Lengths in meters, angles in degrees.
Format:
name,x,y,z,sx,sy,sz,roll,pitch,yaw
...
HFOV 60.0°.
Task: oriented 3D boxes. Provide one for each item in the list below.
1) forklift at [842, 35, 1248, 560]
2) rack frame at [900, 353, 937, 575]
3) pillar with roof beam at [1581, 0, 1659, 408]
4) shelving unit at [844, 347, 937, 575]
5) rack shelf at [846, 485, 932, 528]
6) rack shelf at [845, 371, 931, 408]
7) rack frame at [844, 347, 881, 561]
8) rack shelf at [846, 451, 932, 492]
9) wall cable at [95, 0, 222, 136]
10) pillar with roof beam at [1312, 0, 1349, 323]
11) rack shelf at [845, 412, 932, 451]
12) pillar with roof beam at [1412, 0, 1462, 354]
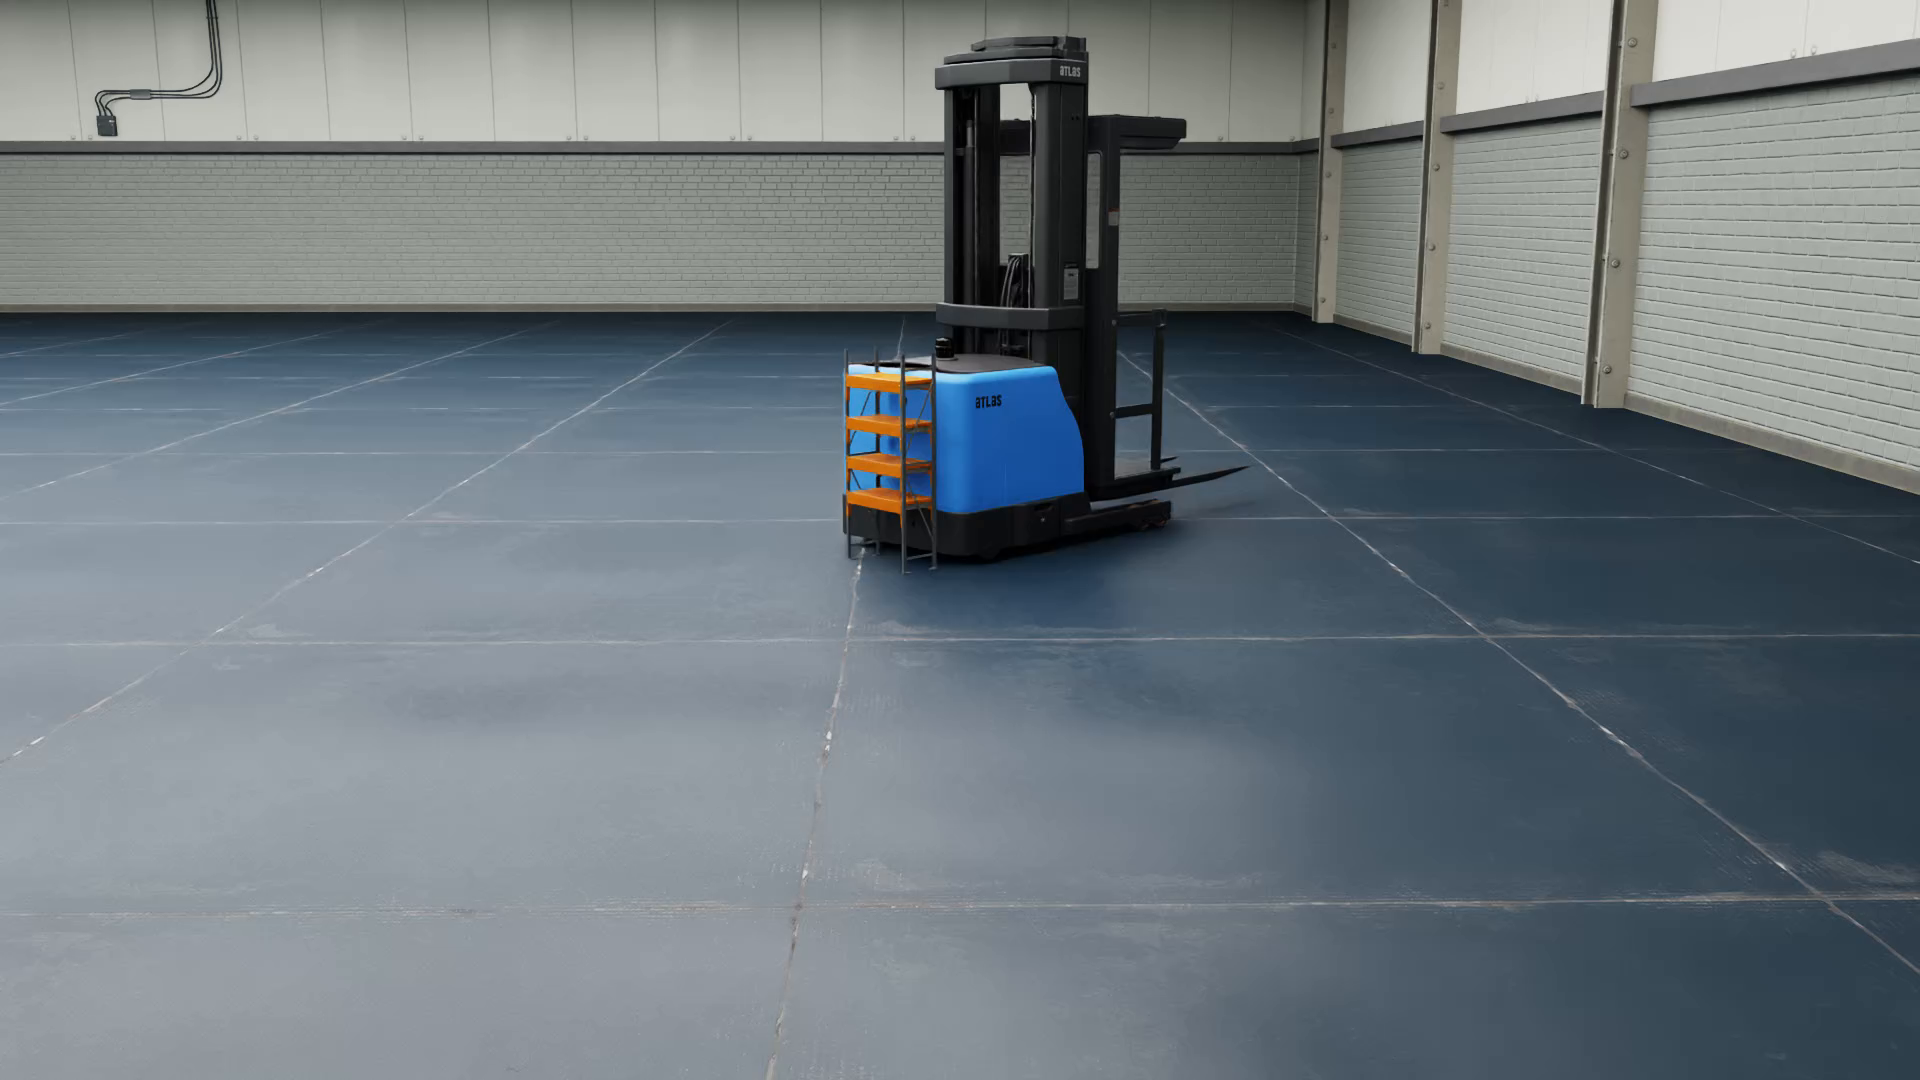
name,x,y,z,sx,sy,sz,roll,pitch,yaw
forklift,0.689,-1.556,10.359,1.130,2.935,3.031,11,16,43
rack frame,-0.225,-0.415,9.088,0.240,1.200,0.015,-10,15,-41
pillar with roof beam,2.165,-5.743,15.733,9.100,9.000,0.400,0,11,-1
shelving unit,-0.388,-0.451,9.266,0.258,1.200,0.503,-10,15,-41
rack shelf,-0.388,-0.191,9.318,0.258,0.148,0.480,-10,15,-41
rack shelf,-0.388,-0.836,9.187,0.258,0.148,0.480,-10,15,-41
rack frame,-0.552,-0.487,9.443,0.240,1.200,0.015,-10,15,-41
rack shelf,-0.388,-0.385,9.279,0.258,0.148,0.480,-10,15,-41
wall cable,-14.519,-10.310,29.692,2.305,6.003,0.169,0,11,-1
pillar with roof beam,1.917,-8.128,27.491,9.100,9.000,0.400,0,11,-1
rack shelf,-0.388,-0.605,9.235,0.258,0.148,0.480,-10,15,-41
pillar with roof beam,2.041,-6.935,21.612,9.100,9.000,0.400,0,11,-1
